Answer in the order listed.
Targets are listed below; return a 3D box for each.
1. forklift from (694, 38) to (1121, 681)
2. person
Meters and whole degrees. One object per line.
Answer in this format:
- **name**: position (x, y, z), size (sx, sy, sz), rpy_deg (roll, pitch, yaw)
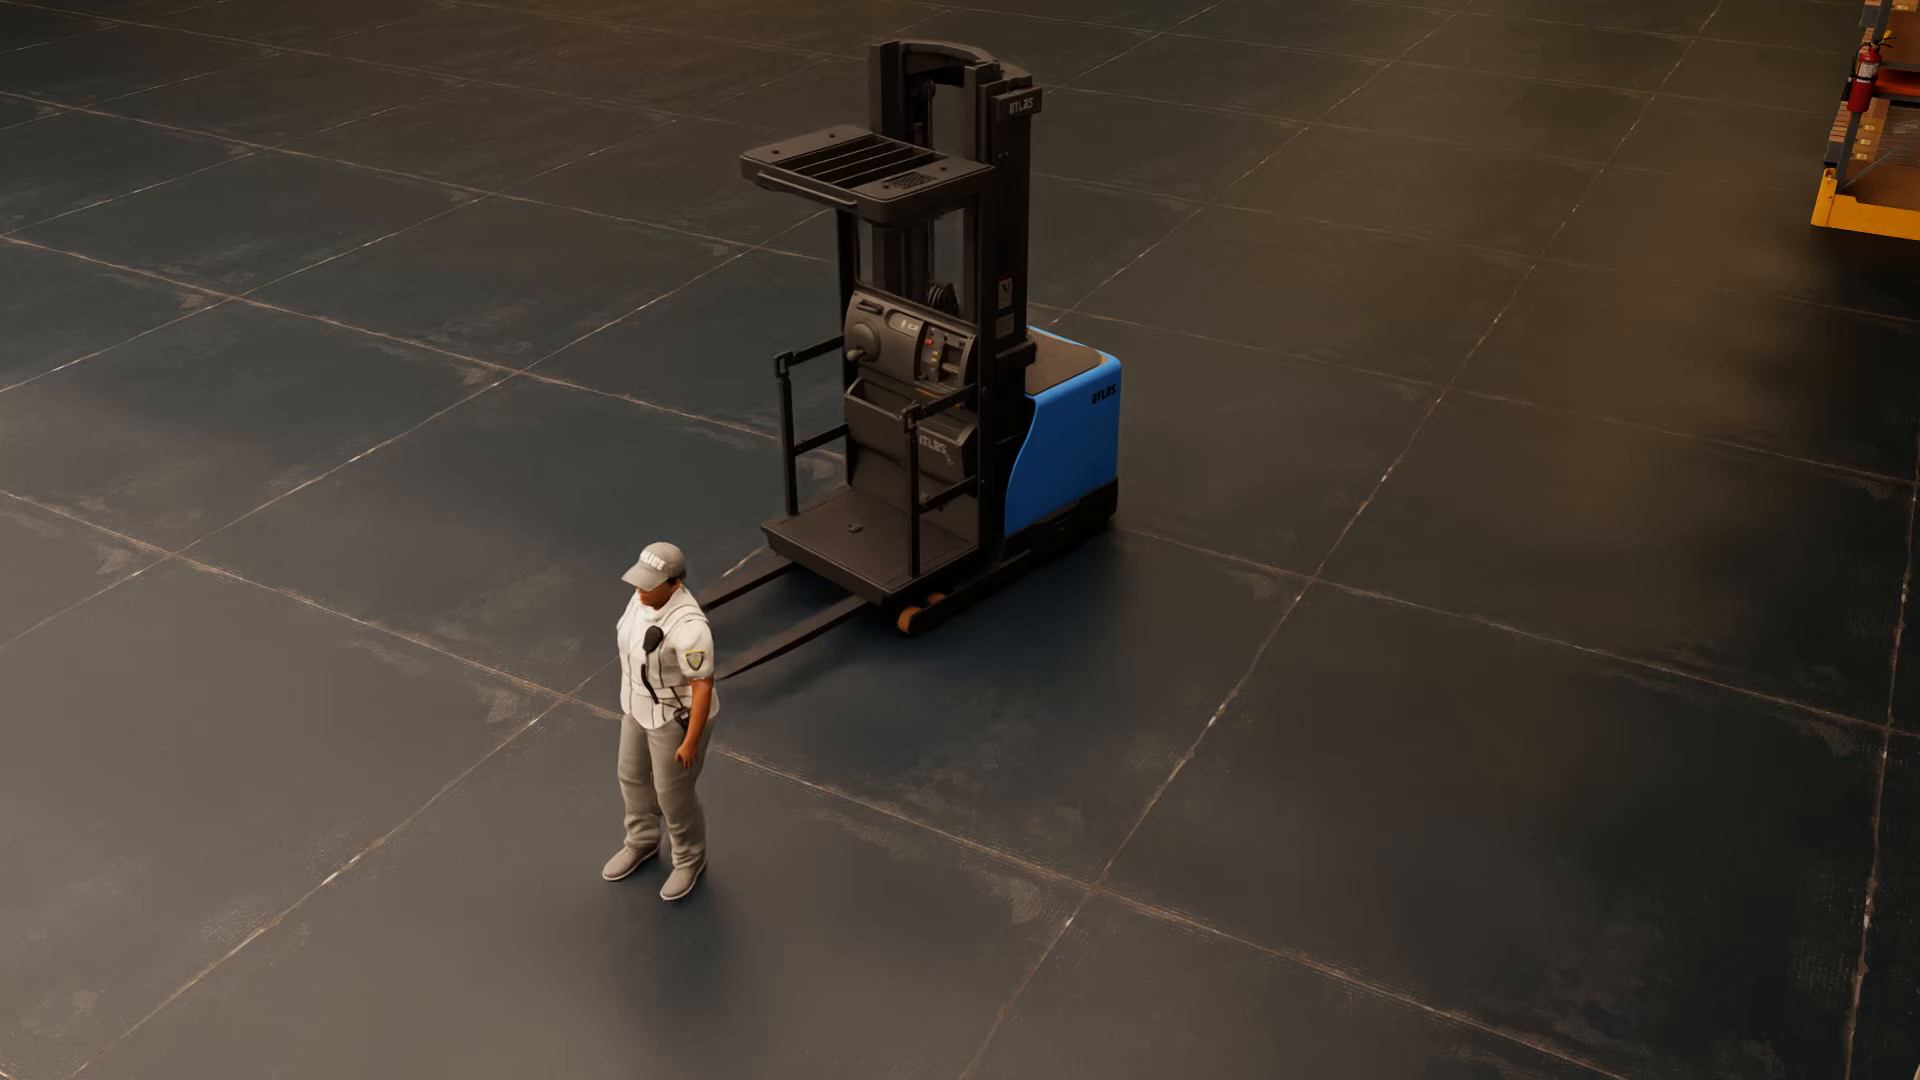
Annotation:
- **forklift**: position (-0.423, -1.034, 8.862), size (1.130, 2.935, 3.031), rpy_deg (26, 39, 37)
- **person**: position (-1.295, 0.761, 7.025), size (0.526, 1.675, 0.578), rpy_deg (-21, 36, -32)
